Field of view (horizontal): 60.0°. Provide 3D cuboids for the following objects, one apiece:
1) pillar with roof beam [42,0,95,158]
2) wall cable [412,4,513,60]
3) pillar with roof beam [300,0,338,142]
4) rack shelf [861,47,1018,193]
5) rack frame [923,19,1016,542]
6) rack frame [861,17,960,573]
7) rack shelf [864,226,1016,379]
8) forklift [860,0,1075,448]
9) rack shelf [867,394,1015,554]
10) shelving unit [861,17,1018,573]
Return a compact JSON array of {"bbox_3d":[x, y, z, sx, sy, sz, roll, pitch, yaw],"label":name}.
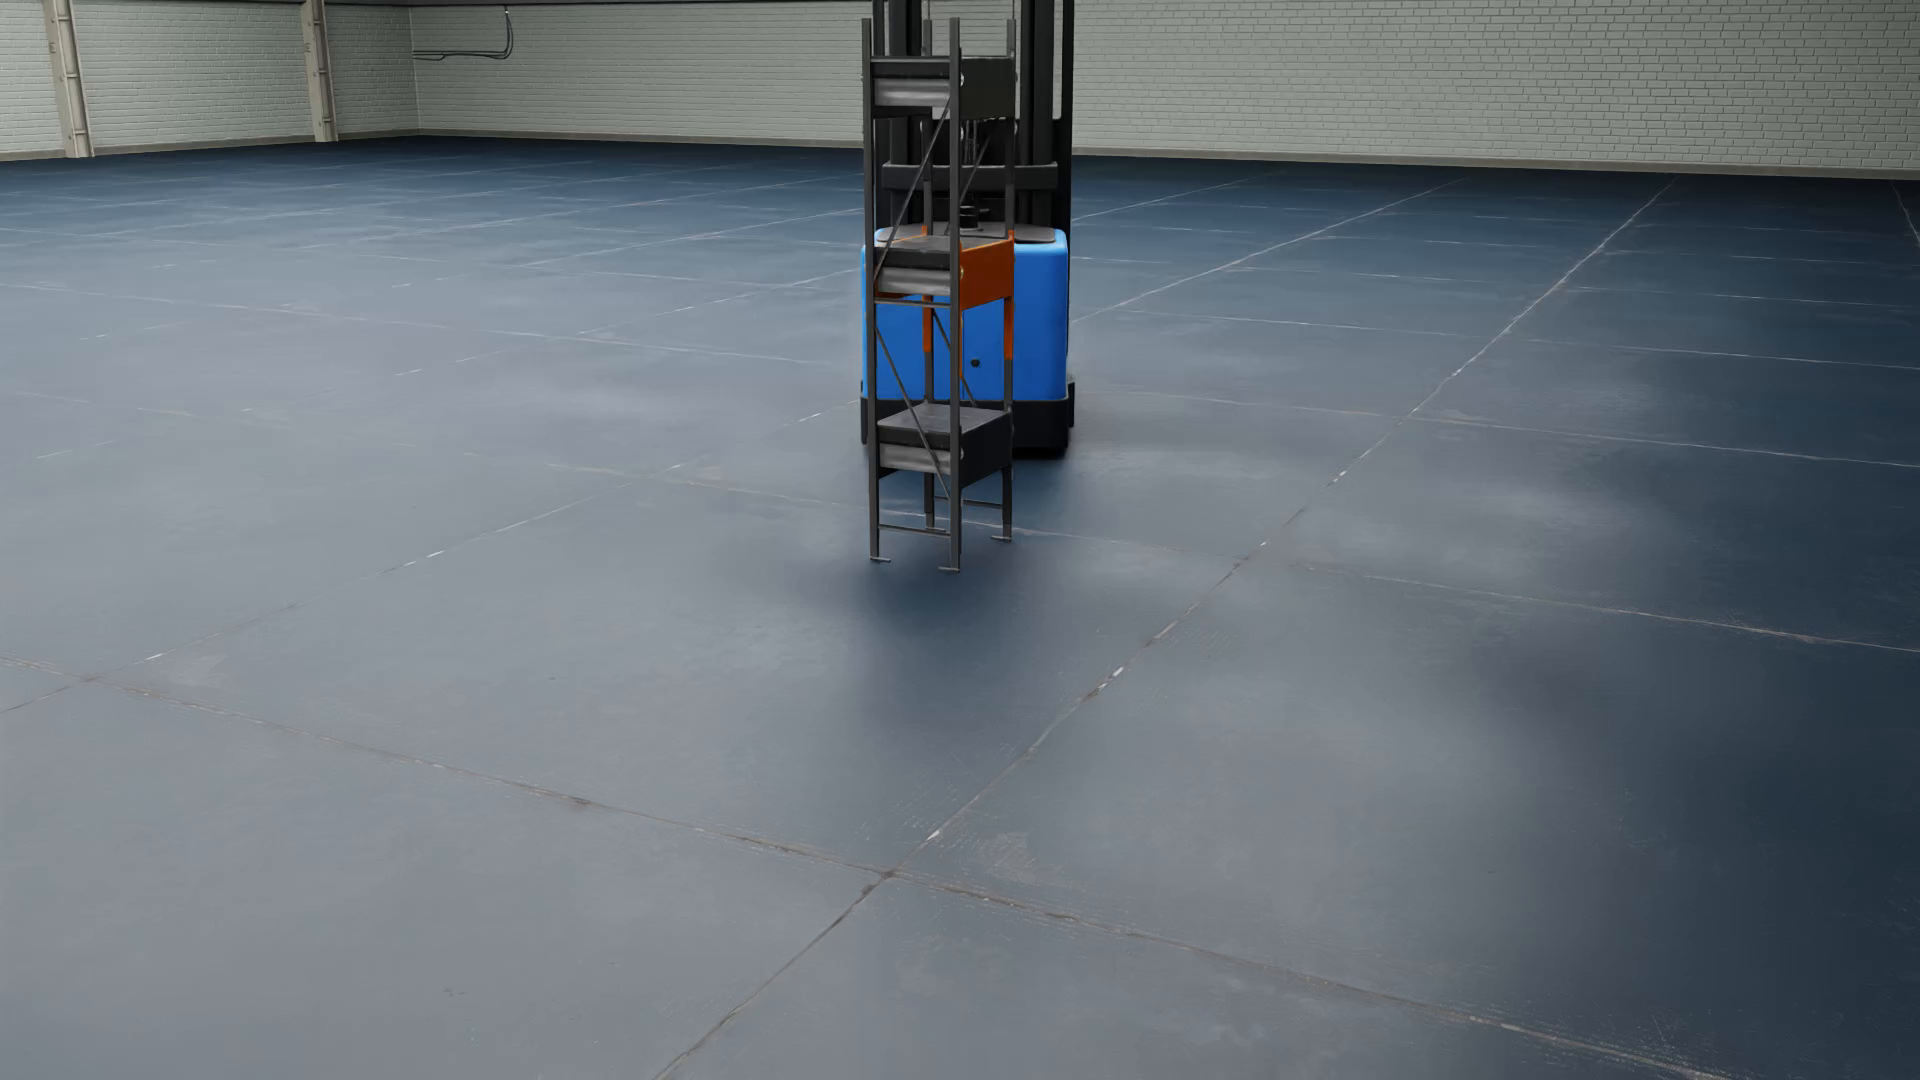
[{"bbox_3d":[-12.722,-10.982,28.195,9.100,9.000,0.400,8,18,25],"label":"pillar with roof beam"},{"bbox_3d":[-11.393,-12.152,37.586,3.097,2.526,0.112,8,18,25],"label":"wall cable"},{"bbox_3d":[-10.041,-12.511,33.340,9.100,9.000,0.400,8,18,25],"label":"pillar with roof beam"},{"bbox_3d":[-0.074,-1.622,6.388,0.431,0.518,0.480,8,18,25],"label":"rack shelf"},{"bbox_3d":[0.035,-1.027,6.793,0.400,2.100,0.015,8,18,25],"label":"rack frame"},{"bbox_3d":[-0.183,-0.902,6.374,0.400,2.100,0.015,8,18,25],"label":"rack frame"},{"bbox_3d":[-0.074,-0.951,6.587,0.431,0.518,0.480,8,18,25],"label":"rack shelf"},{"bbox_3d":[0.084,-2.232,9.391,1.130,2.935,3.031,1,17,2],"label":"forklift"},{"bbox_3d":[-0.074,-0.280,6.787,0.431,0.518,0.480,8,18,25],"label":"rack shelf"},{"bbox_3d":[-0.074,-0.964,6.583,0.431,2.100,0.503,8,18,25],"label":"shelving unit"}]
